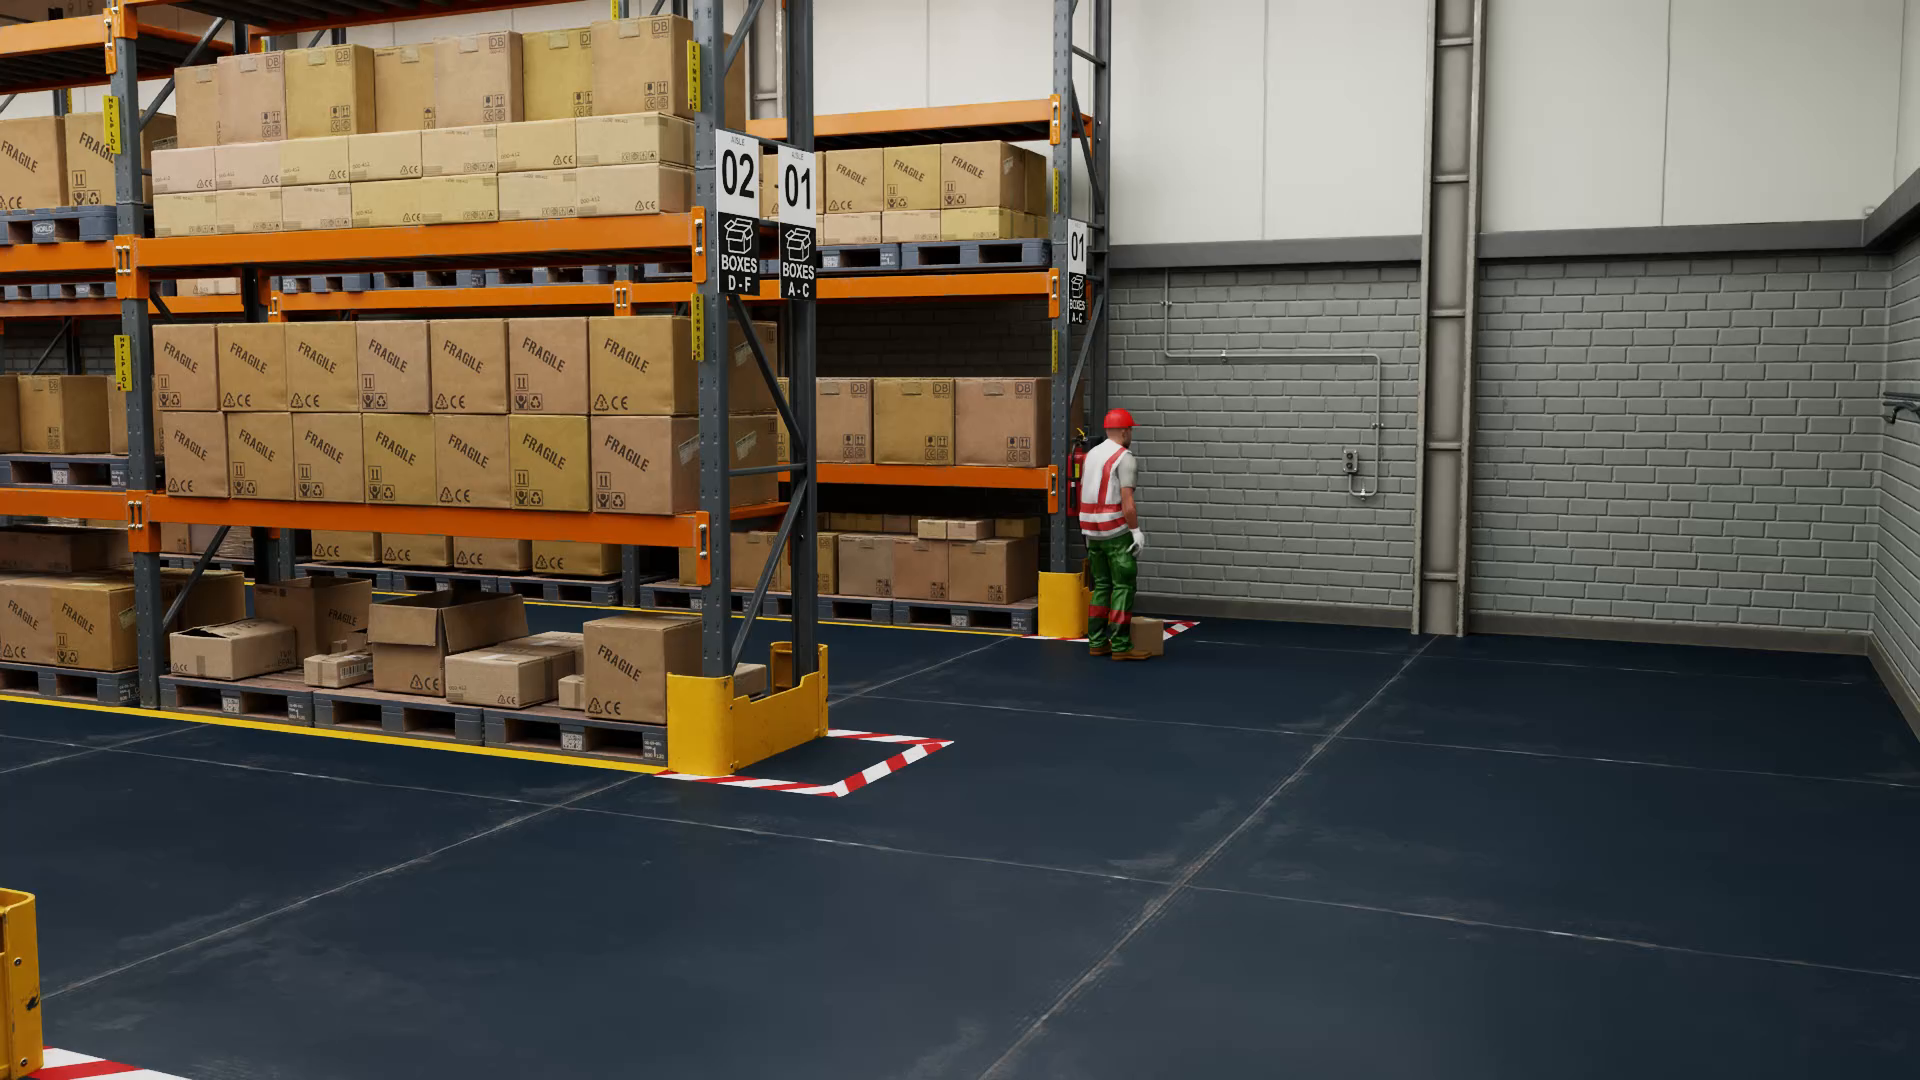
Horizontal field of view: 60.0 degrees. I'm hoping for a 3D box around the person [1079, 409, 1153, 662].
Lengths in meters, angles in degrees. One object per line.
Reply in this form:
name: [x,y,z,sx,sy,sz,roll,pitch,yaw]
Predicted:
person: [1.098,-0.046,11.889,0.451,1.777,0.610,-3,6,-32]
